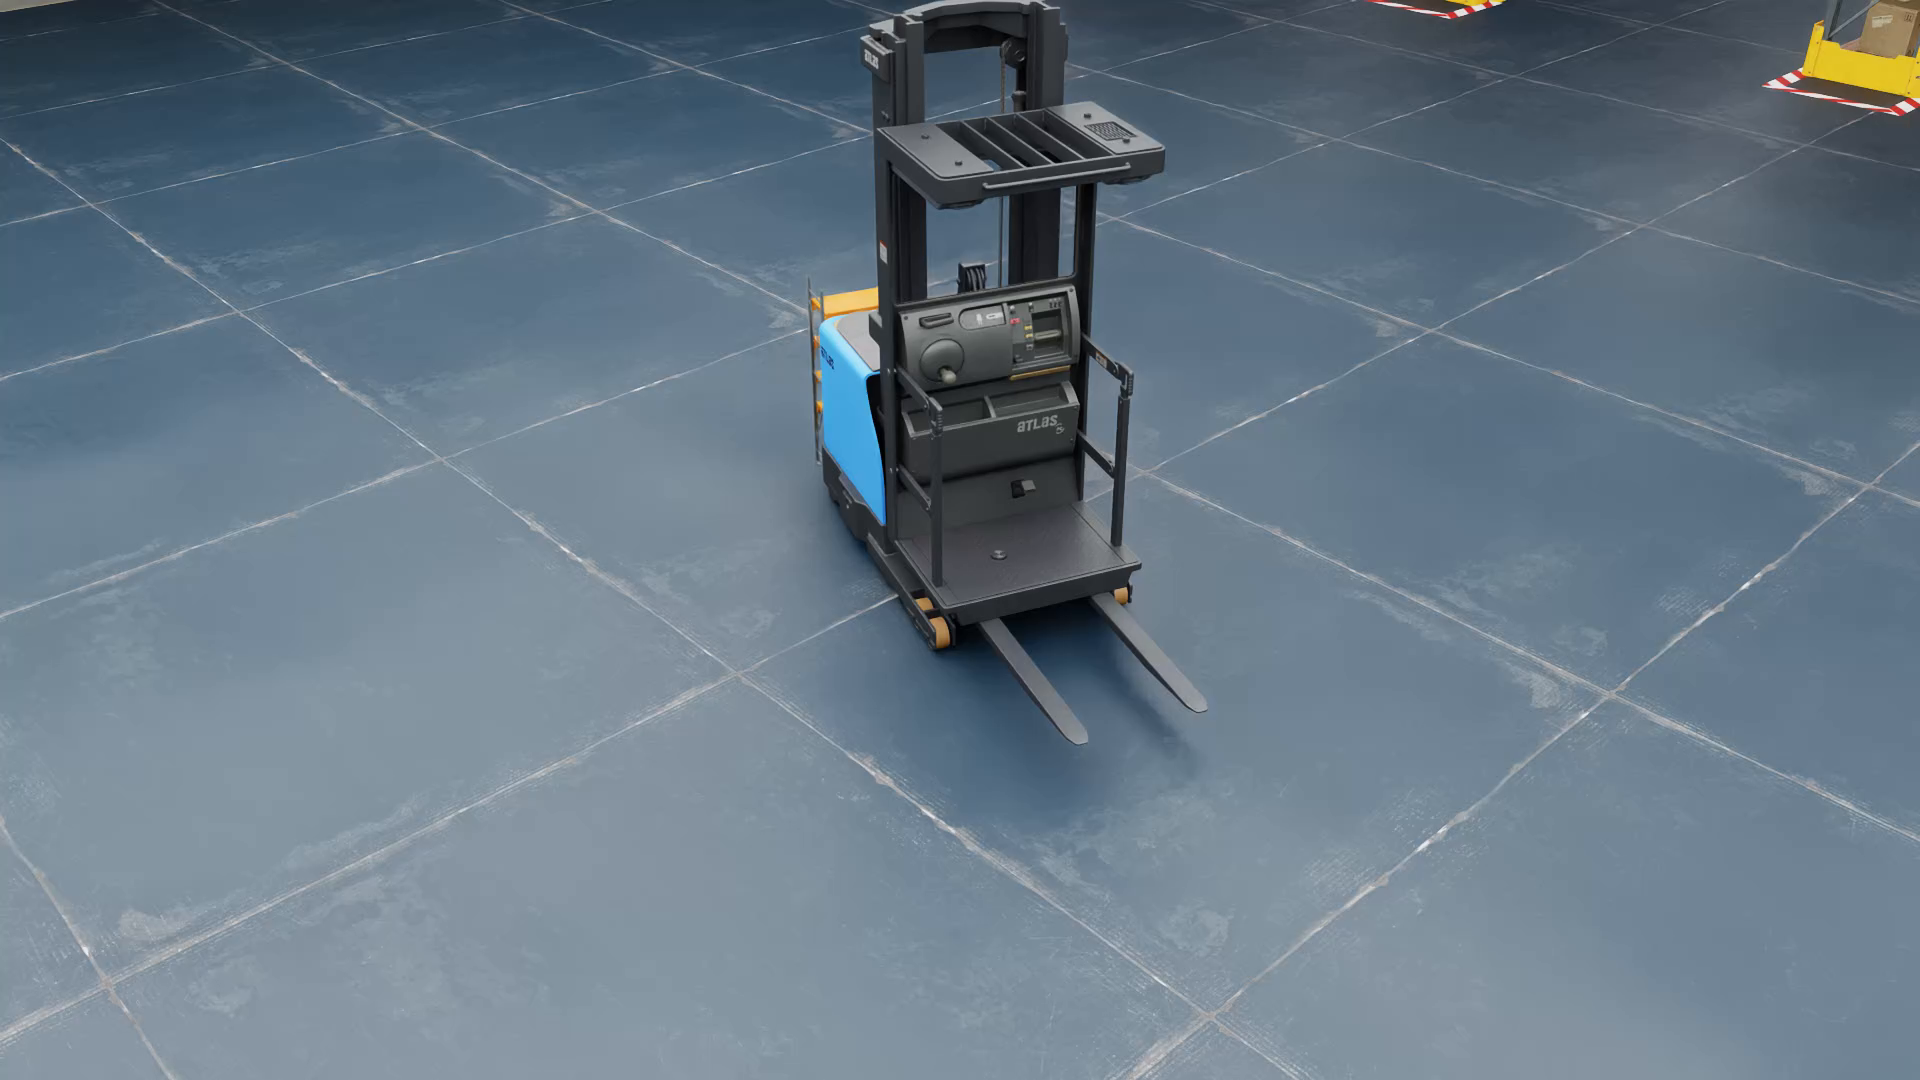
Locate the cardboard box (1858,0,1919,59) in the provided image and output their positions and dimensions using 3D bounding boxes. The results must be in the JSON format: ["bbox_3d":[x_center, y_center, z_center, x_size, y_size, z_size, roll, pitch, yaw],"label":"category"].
[{"bbox_3d":[9.550,-5.197,16.867,0.500,0.500,0.500,-18,36,-27],"label":"cardboard box"}]

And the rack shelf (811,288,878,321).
[{"bbox_3d":[-0.588,-1.311,9.489,0.480,0.148,0.258,-13,34,-20],"label":"rack shelf"}]

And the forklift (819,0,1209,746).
[{"bbox_3d":[0.240,-0.951,7.995,1.130,2.935,3.031,-12,34,-19],"label":"forklift"}]

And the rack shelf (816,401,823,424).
[{"bbox_3d":[-0.589,-0.750,9.835,0.480,0.148,0.258,-13,34,-20],"label":"rack shelf"}]

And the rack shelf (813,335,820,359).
[{"bbox_3d":[-0.588,-1.109,9.613,0.480,0.148,0.258,-13,34,-20],"label":"rack shelf"}]

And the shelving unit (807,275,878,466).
[{"bbox_3d":[-0.588,-0.976,9.695,0.503,1.200,0.258,-13,34,-20],"label":"shelving unit"}]

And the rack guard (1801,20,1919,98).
[{"bbox_3d":[9.136,-4.829,16.669,0.348,0.500,1.175,-26,40,-35],"label":"rack guard"}]

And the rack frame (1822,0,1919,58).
[{"bbox_3d":[9.080,-5.869,15.972,0.127,3.000,1.000,-26,40,-35],"label":"rack frame"}]

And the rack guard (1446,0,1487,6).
[{"bbox_3d":[5.737,-6.742,19.797,0.348,0.500,1.175,-26,40,-35],"label":"rack guard"}]

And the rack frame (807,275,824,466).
[{"bbox_3d":[-0.812,-0.925,9.612,0.015,1.200,0.240,-13,34,-20],"label":"rack frame"}]

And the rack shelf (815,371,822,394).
[{"bbox_3d":[-0.588,-0.919,9.730,0.480,0.148,0.258,-13,34,-20],"label":"rack shelf"}]

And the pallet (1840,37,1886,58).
[{"bbox_3d":[9.756,-4.981,17.193,1.213,0.211,1.003,-26,40,-35],"label":"pallet"}]
